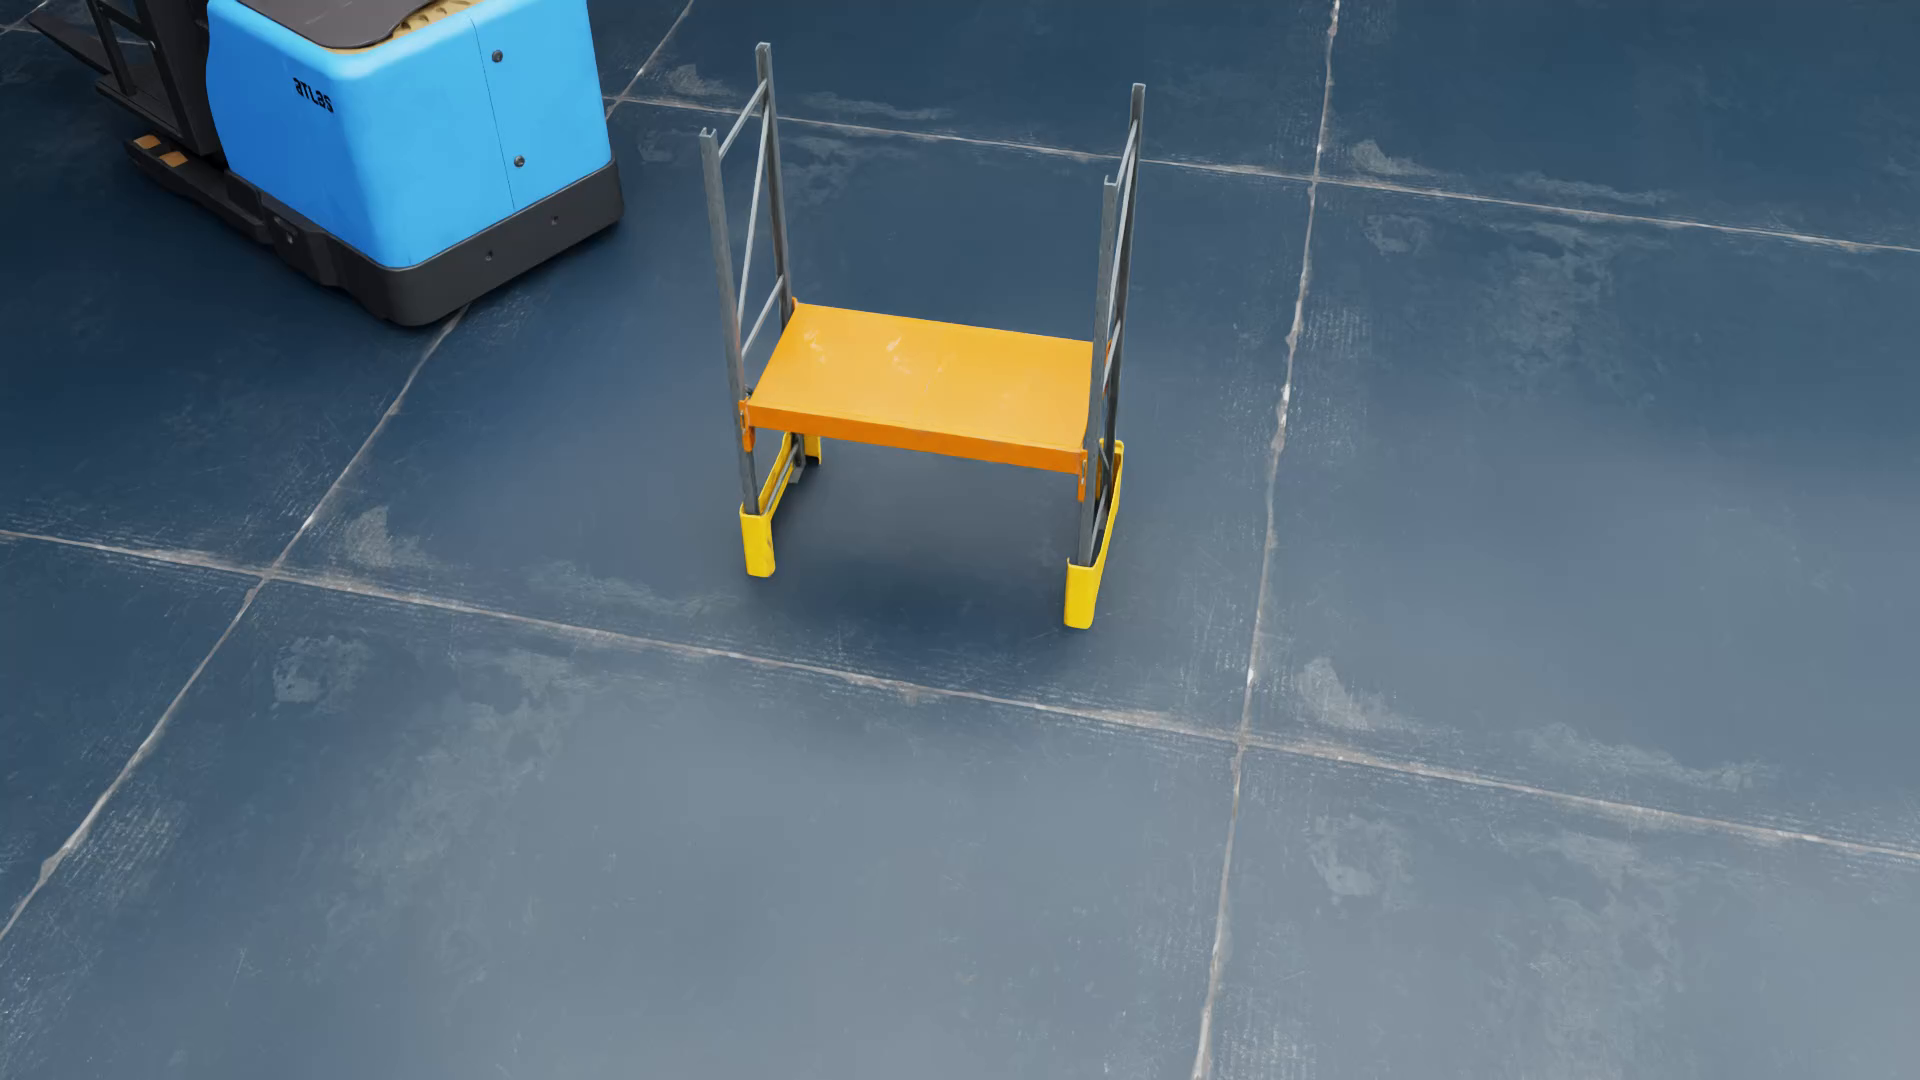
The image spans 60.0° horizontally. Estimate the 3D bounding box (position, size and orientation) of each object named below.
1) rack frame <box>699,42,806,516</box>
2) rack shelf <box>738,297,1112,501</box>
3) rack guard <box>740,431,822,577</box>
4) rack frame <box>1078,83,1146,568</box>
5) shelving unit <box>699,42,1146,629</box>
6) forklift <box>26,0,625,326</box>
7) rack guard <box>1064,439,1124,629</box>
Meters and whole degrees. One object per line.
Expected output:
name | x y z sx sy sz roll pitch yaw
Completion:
rack frame | -0.579 -0.630 4.823 0.032 1.500 0.500 9 45 9
rack shelf | -0.083 -0.424 4.868 1.000 0.185 0.538 9 45 9
rack guard | -0.560 -0.177 5.254 0.087 0.250 0.587 9 45 9
rack frame | 0.413 -0.476 4.663 0.032 1.500 0.500 9 45 9
shelving unit | -0.074 -0.552 4.742 1.083 1.500 0.587 9 45 9
forklift | -2.753 -2.698 5.939 3.031 2.935 1.130 31 52 28
rack guard | 0.412 -0.026 5.097 0.087 0.250 0.587 9 45 9
